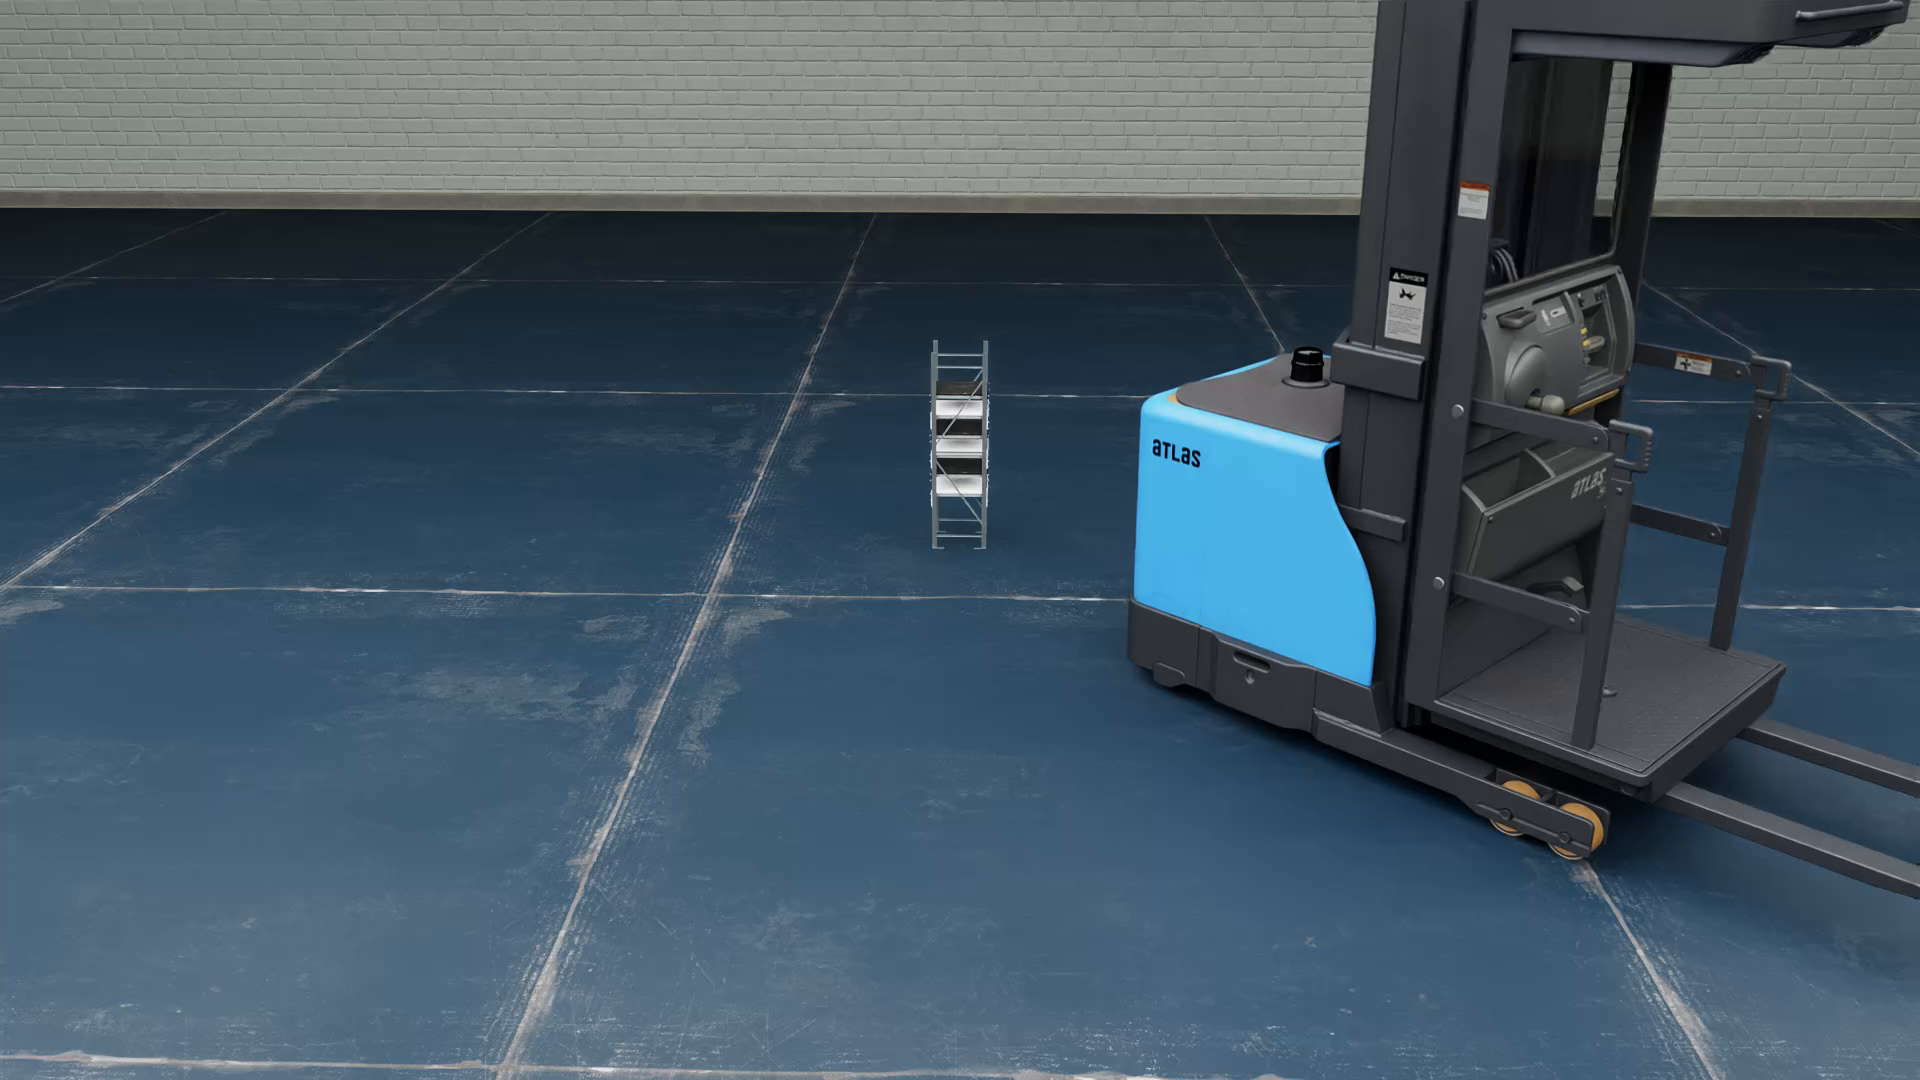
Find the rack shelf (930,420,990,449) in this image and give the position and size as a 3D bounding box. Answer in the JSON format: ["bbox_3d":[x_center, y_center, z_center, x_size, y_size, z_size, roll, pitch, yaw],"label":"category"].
[{"bbox_3d":[0.000,-0.469,7.338,0.258,0.077,0.200,1,21,2],"label":"rack shelf"}]

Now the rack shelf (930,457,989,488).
[{"bbox_3d":[0.000,-0.302,7.403,0.258,0.077,0.200,1,21,2],"label":"rack shelf"}]

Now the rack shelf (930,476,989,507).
[{"bbox_3d":[0.000,-0.218,7.436,0.258,0.077,0.200,1,21,2],"label":"rack shelf"}]

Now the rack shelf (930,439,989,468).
[{"bbox_3d":[0.000,-0.386,7.371,0.258,0.077,0.200,1,21,2],"label":"rack shelf"}]

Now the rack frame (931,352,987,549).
[{"bbox_3d":[-0.003,-0.380,7.264,0.240,0.900,0.006,1,21,2],"label":"rack frame"}]

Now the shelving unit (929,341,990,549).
[{"bbox_3d":[0.000,-0.417,7.359,0.258,0.900,0.210,1,21,2],"label":"shelving unit"}]

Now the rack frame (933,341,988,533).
[{"bbox_3d":[0.003,-0.453,7.453,0.240,0.900,0.006,1,21,2],"label":"rack frame"}]

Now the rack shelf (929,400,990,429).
[{"bbox_3d":[0.000,-0.553,7.306,0.258,0.077,0.200,1,21,2],"label":"rack shelf"}]

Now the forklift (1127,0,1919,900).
[{"bbox_3d":[2.017,-0.610,5.049,1.130,2.935,3.031,-20,29,-41],"label":"forklift"}]

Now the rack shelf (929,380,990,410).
[{"bbox_3d":[0.000,-0.637,7.273,0.258,0.077,0.200,1,21,2],"label":"rack shelf"}]
